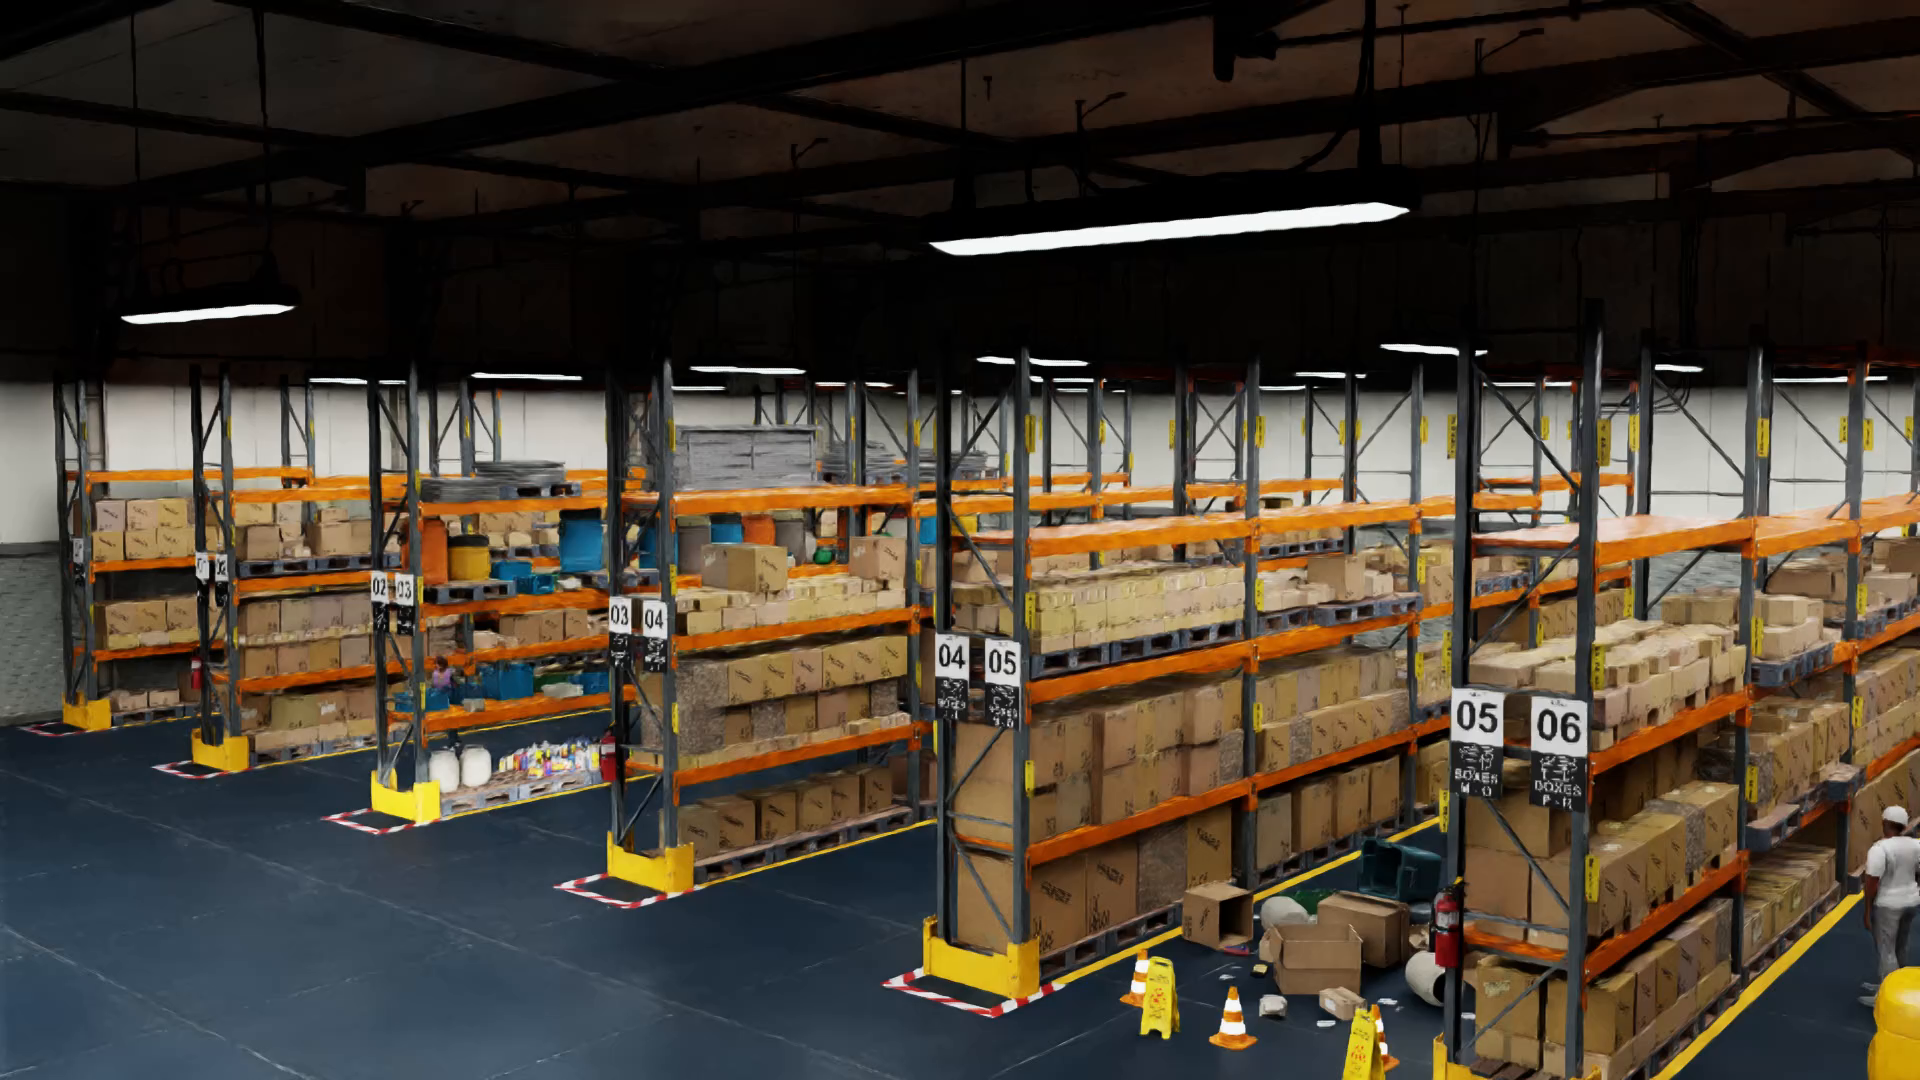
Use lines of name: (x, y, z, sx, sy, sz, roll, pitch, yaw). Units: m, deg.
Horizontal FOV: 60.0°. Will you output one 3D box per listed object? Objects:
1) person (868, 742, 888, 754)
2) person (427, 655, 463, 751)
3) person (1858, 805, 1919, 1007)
person: (-1.262, 2.465, 25.778, 0.536, 1.649, 0.538, -1, 4, -19)
person: (-7.947, 2.527, 25.829, 0.560, 1.532, 0.763, 2, 4, 21)
person: (8.177, 3.208, 14.683, 0.625, 1.765, 0.497, -1, 4, -19)
